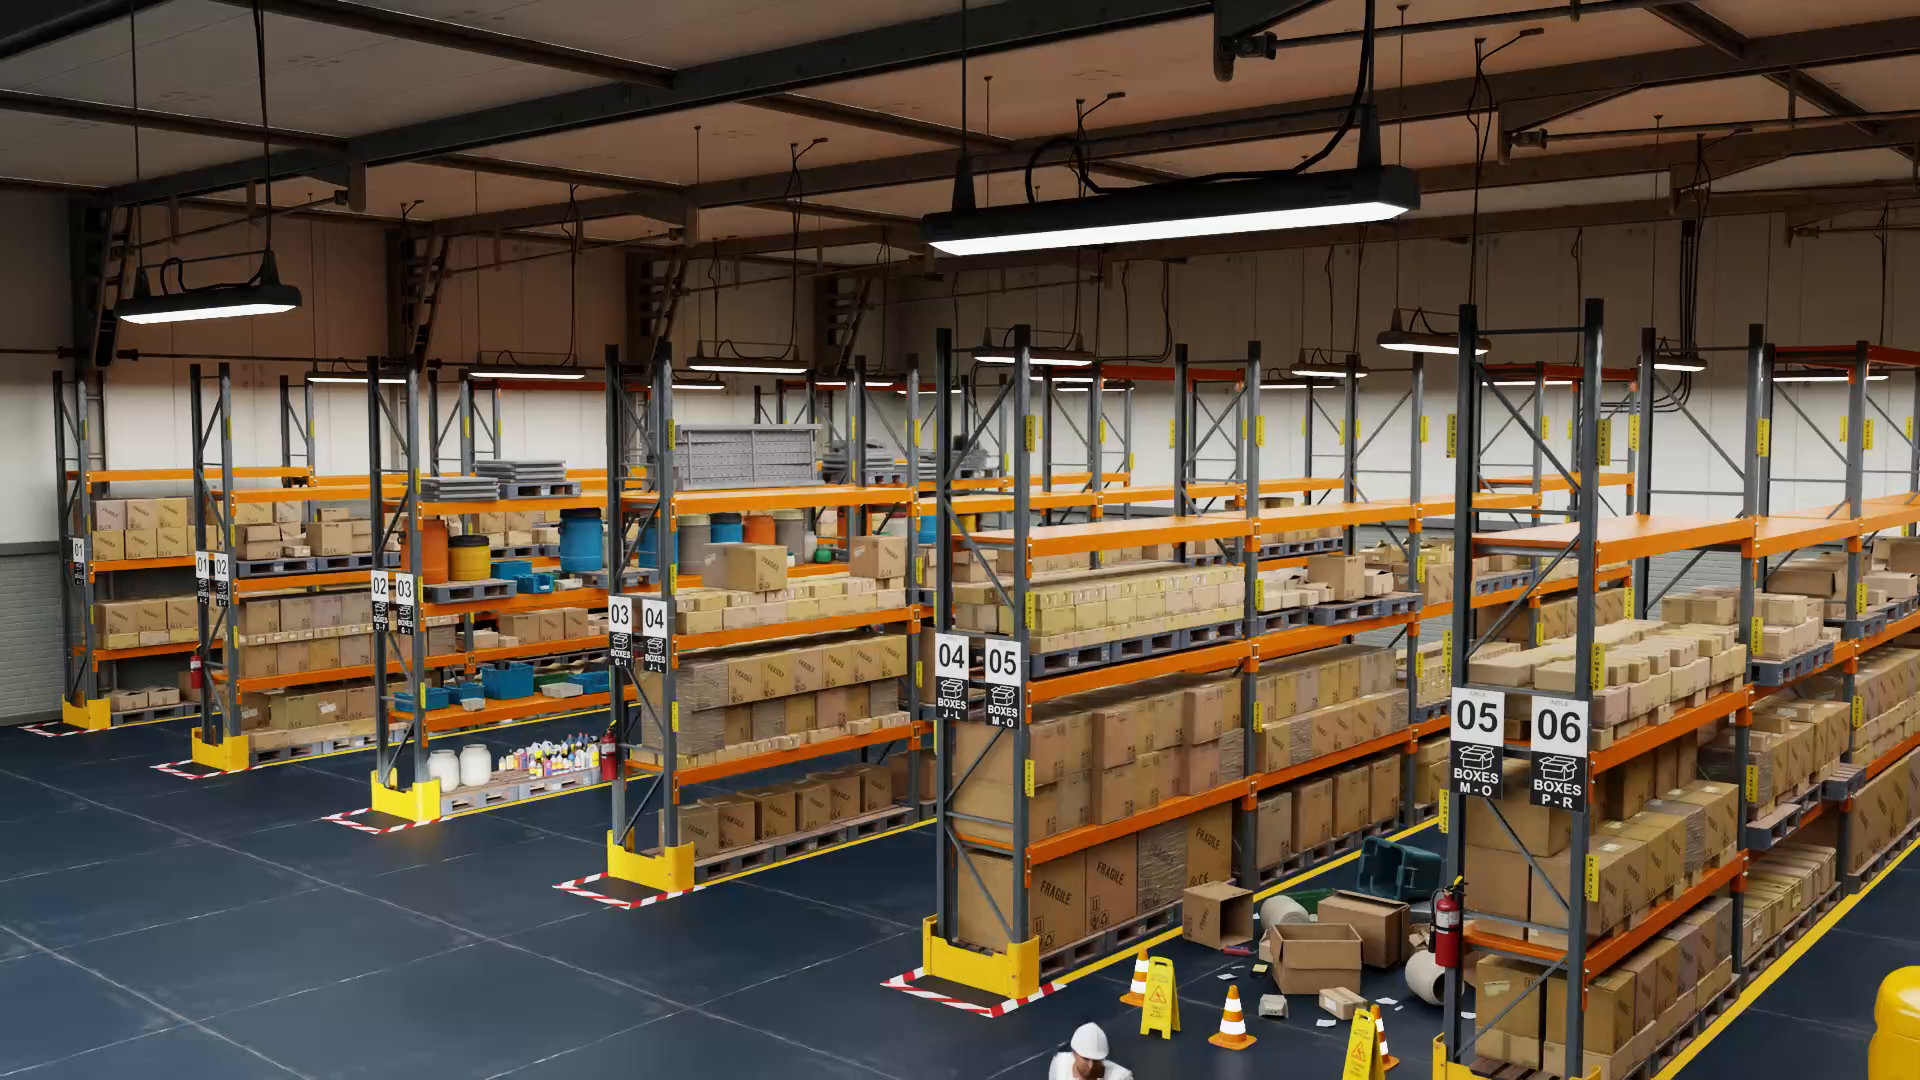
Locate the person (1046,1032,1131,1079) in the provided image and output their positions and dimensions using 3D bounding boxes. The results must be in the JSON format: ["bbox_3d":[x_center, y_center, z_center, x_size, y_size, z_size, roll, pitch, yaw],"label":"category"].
[{"bbox_3d":[0.740,3.617,9.652,0.679,1.664,0.786,2,4,21],"label":"person"}]
